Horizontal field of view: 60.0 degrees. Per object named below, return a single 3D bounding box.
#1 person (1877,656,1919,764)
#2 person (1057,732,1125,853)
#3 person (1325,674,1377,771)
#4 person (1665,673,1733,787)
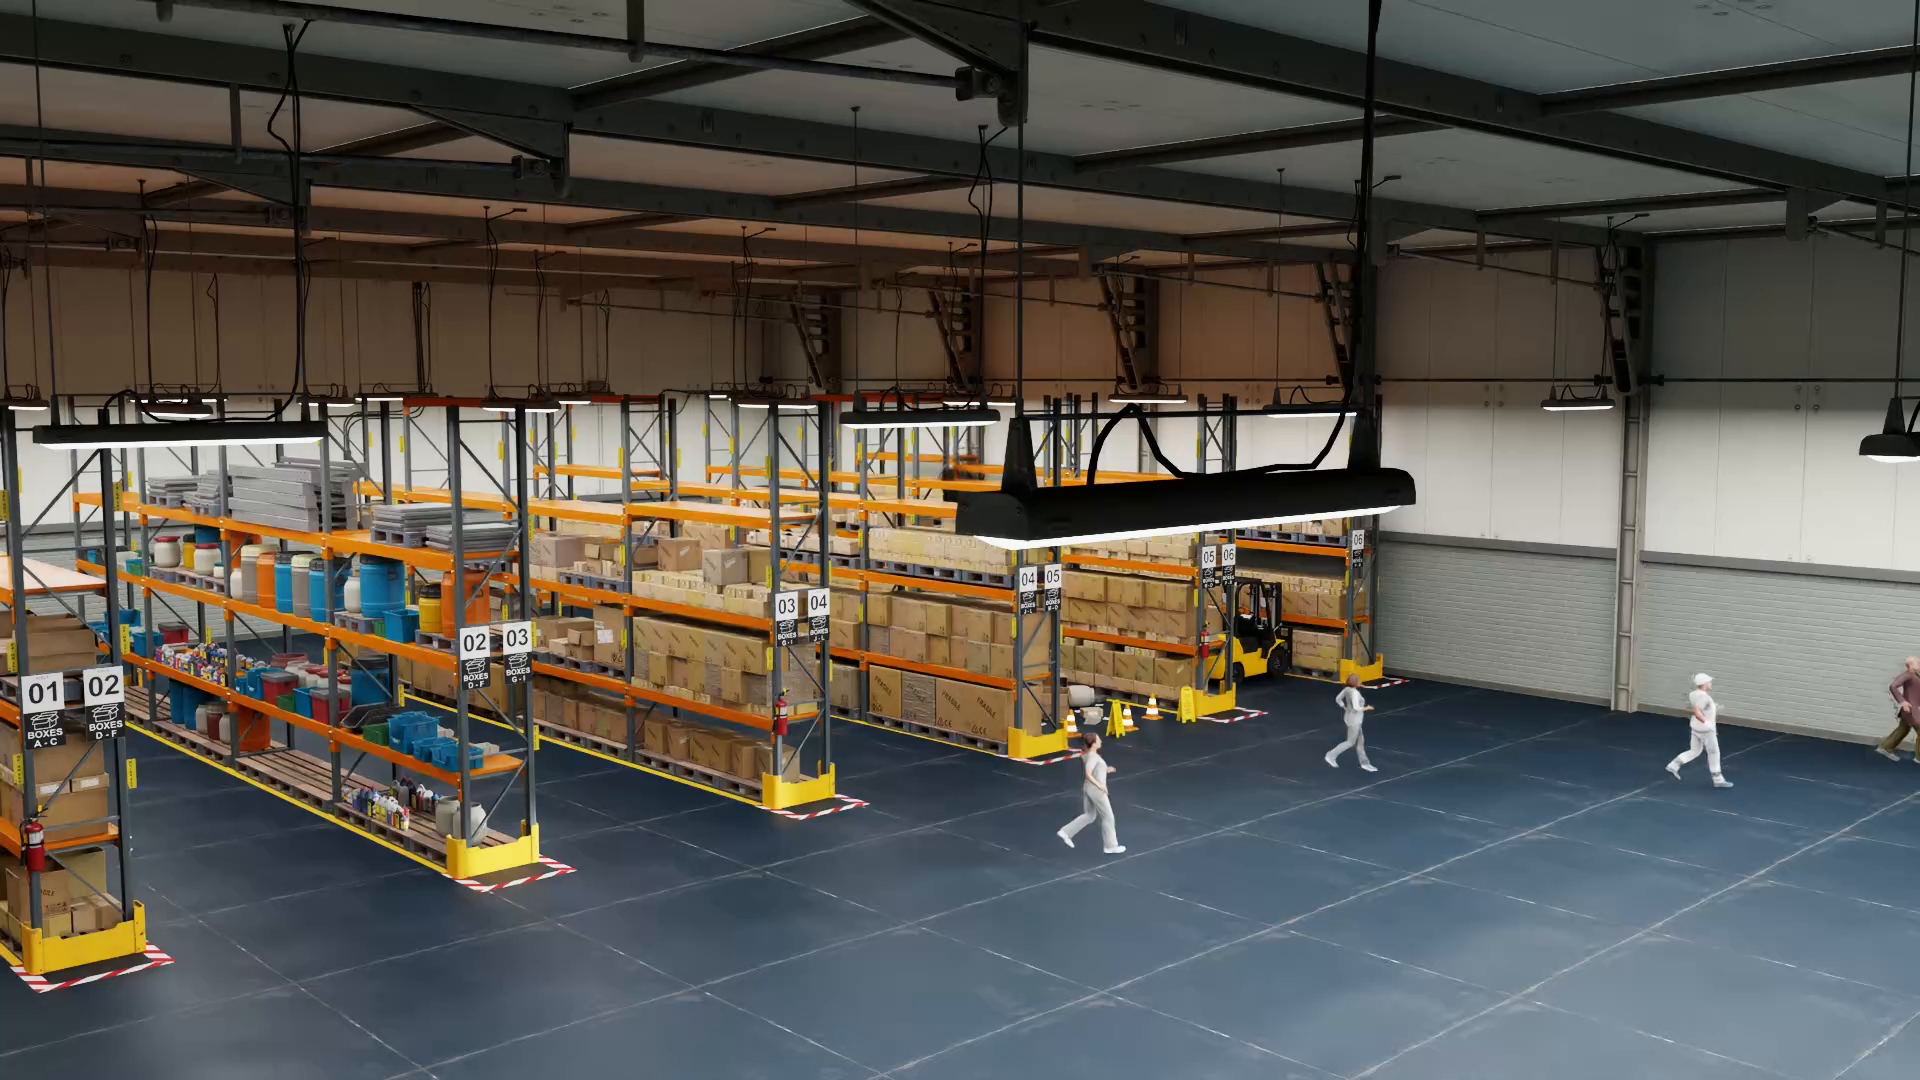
[{"bbox_3d":[15.511,2.818,27.169,0.904,1.822,0.677,4,7,34],"label":"person"},{"bbox_3d":[1.764,3.359,22.102,0.929,1.645,0.574,-1,6,-15],"label":"person"},{"bbox_3d":[6.292,2.937,26.686,0.877,1.596,0.537,0,6,-1],"label":"person"},{"bbox_3d":[11.473,2.936,25.712,0.999,1.766,0.652,0,6,2],"label":"person"}]
